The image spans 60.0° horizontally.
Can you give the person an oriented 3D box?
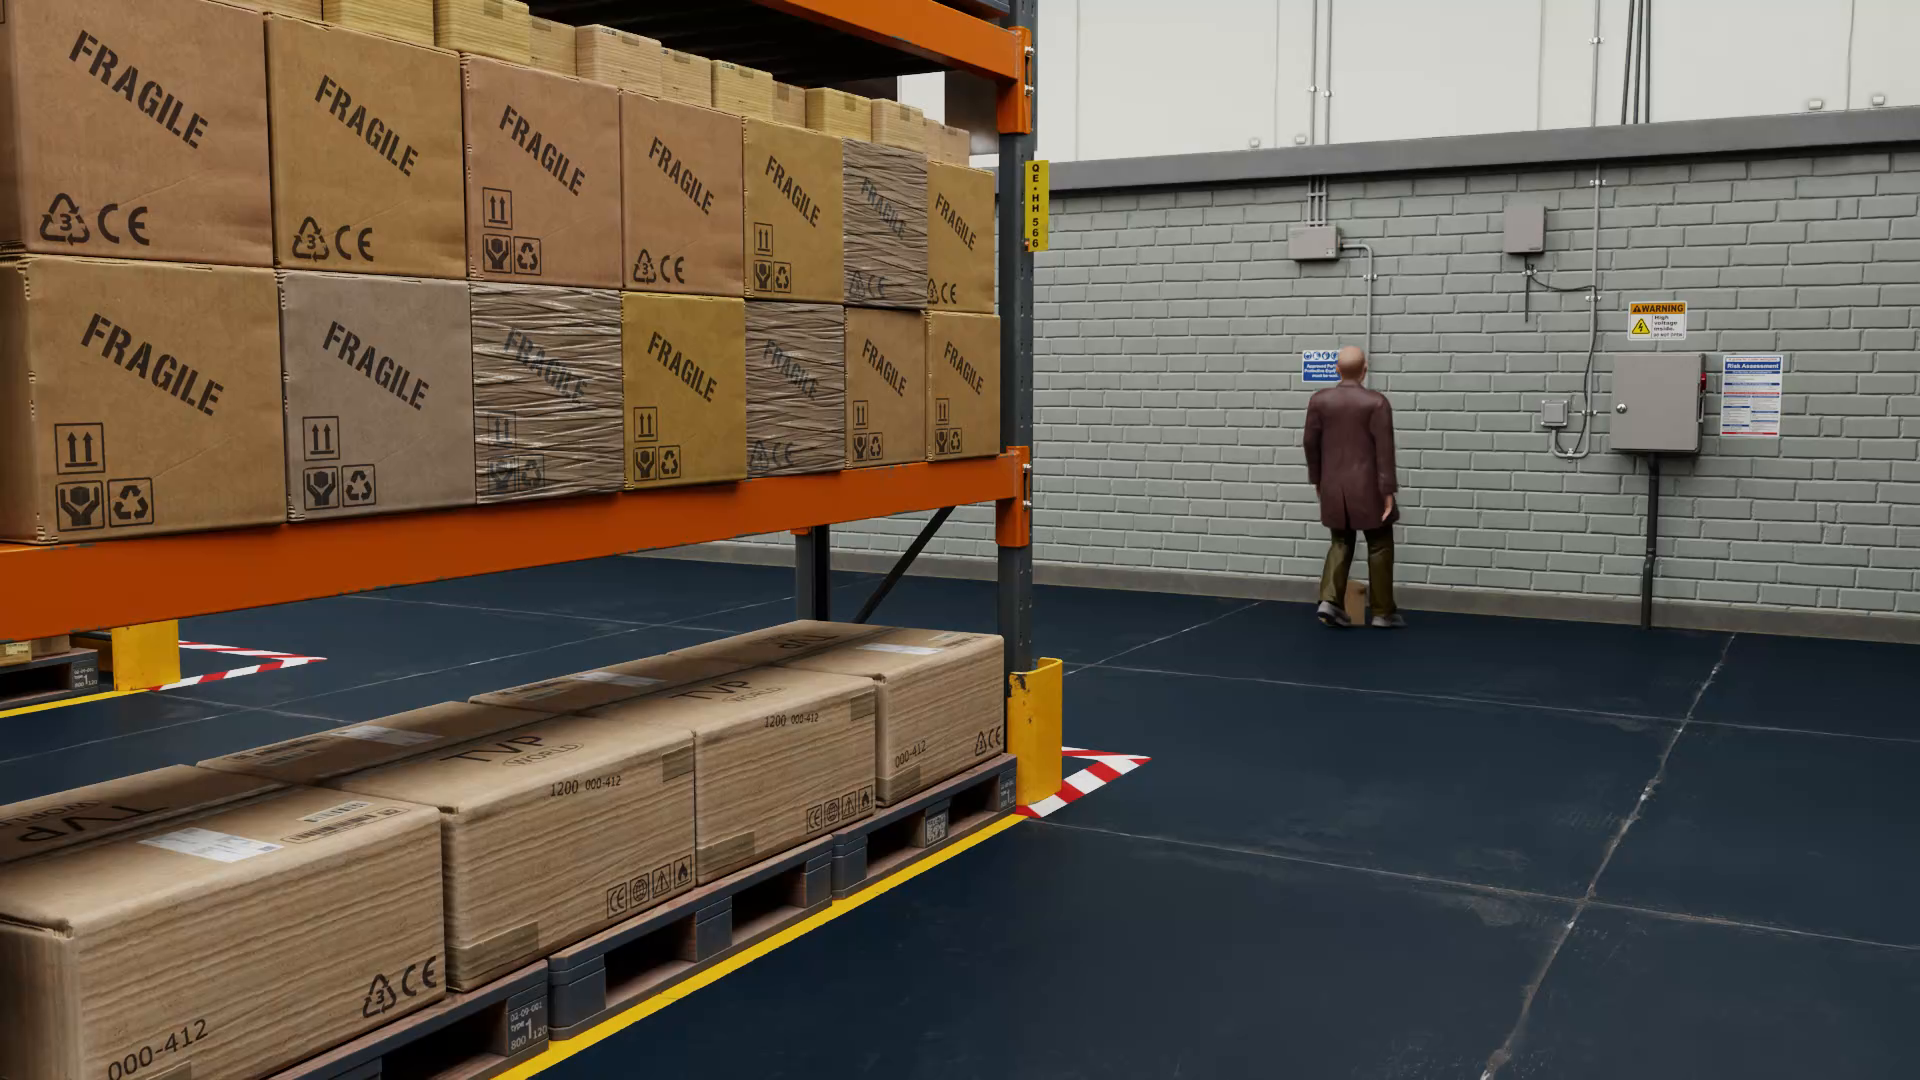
[{"bbox_3d":[2.493,-0.325,10.380,0.634,1.764,0.701,5,7,39],"label":"person"}]
